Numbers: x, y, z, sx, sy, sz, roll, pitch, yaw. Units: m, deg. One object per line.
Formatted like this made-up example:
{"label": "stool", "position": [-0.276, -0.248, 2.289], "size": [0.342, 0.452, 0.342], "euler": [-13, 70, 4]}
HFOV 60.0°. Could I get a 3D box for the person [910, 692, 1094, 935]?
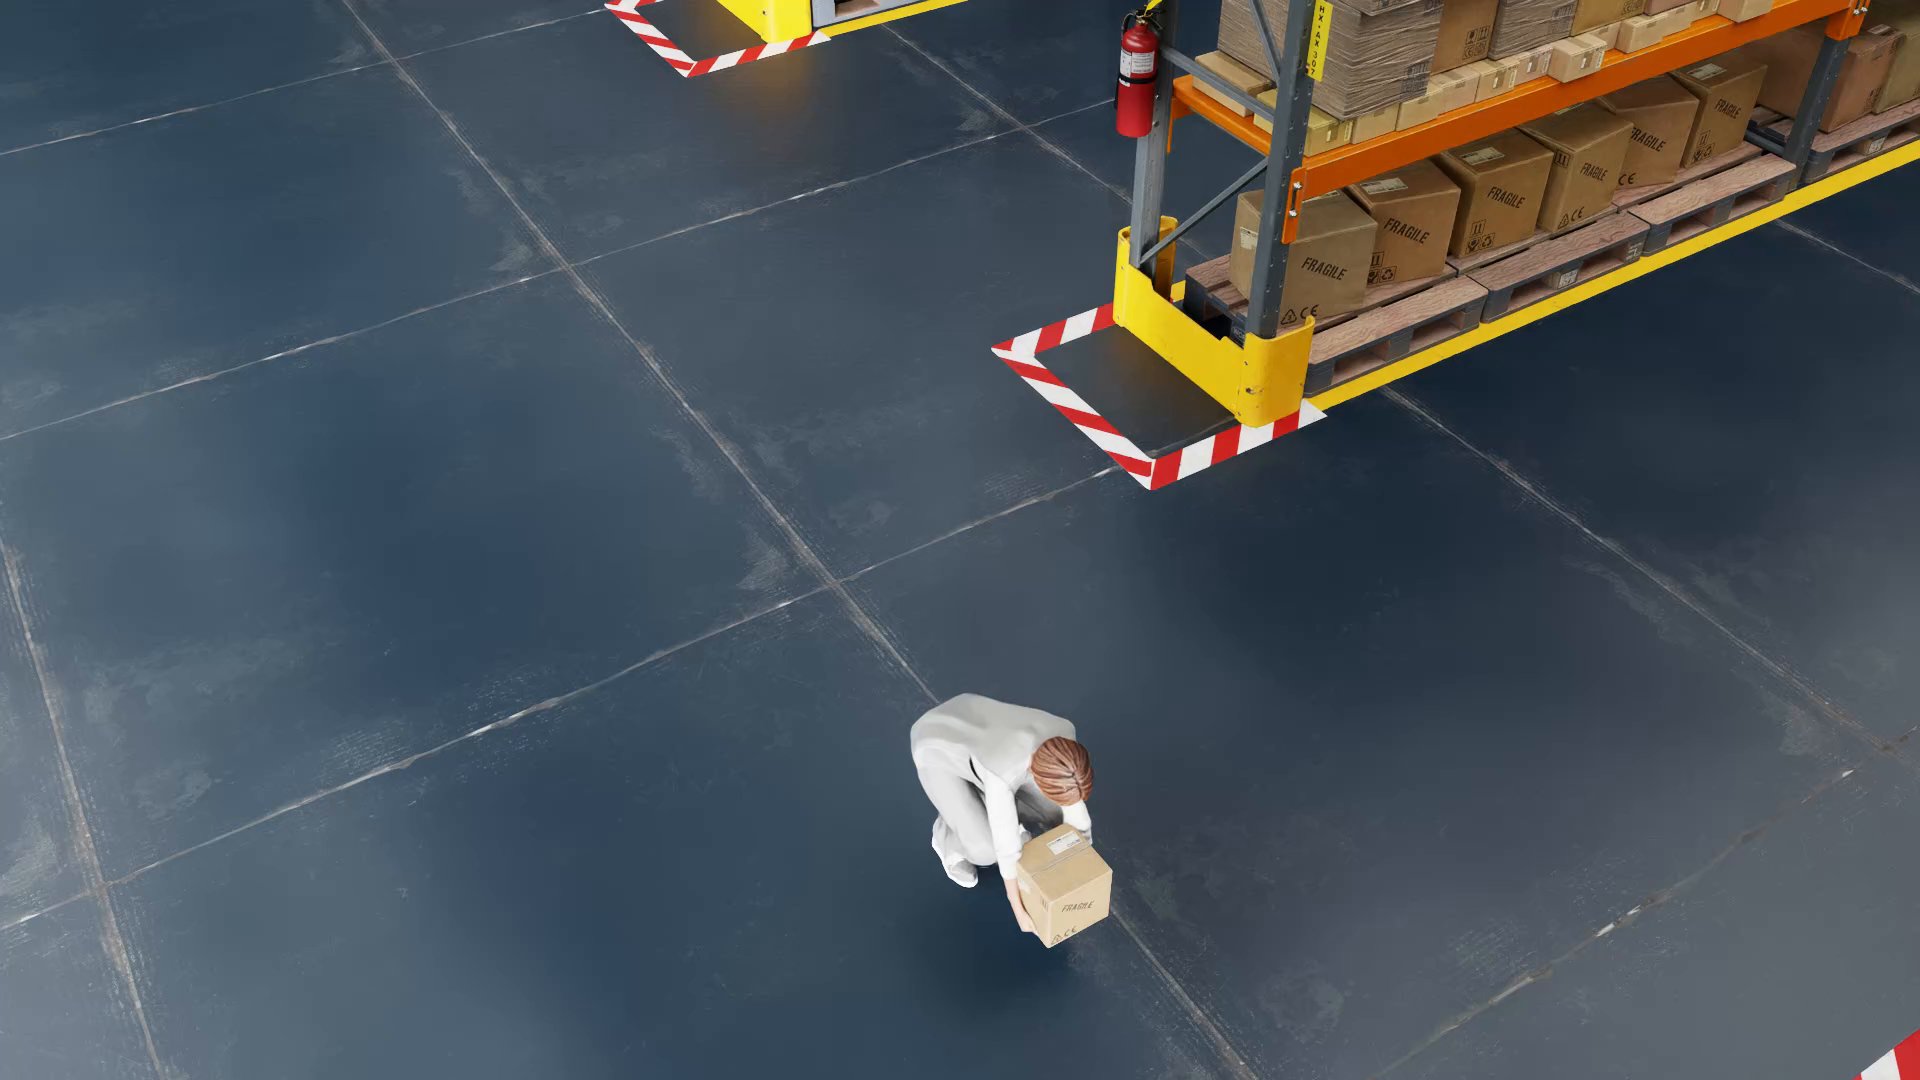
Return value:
{"label": "person", "position": [0.155, 0.875, 5.708], "size": [0.420, 0.895, 0.835], "euler": [-24, 47, -25]}
